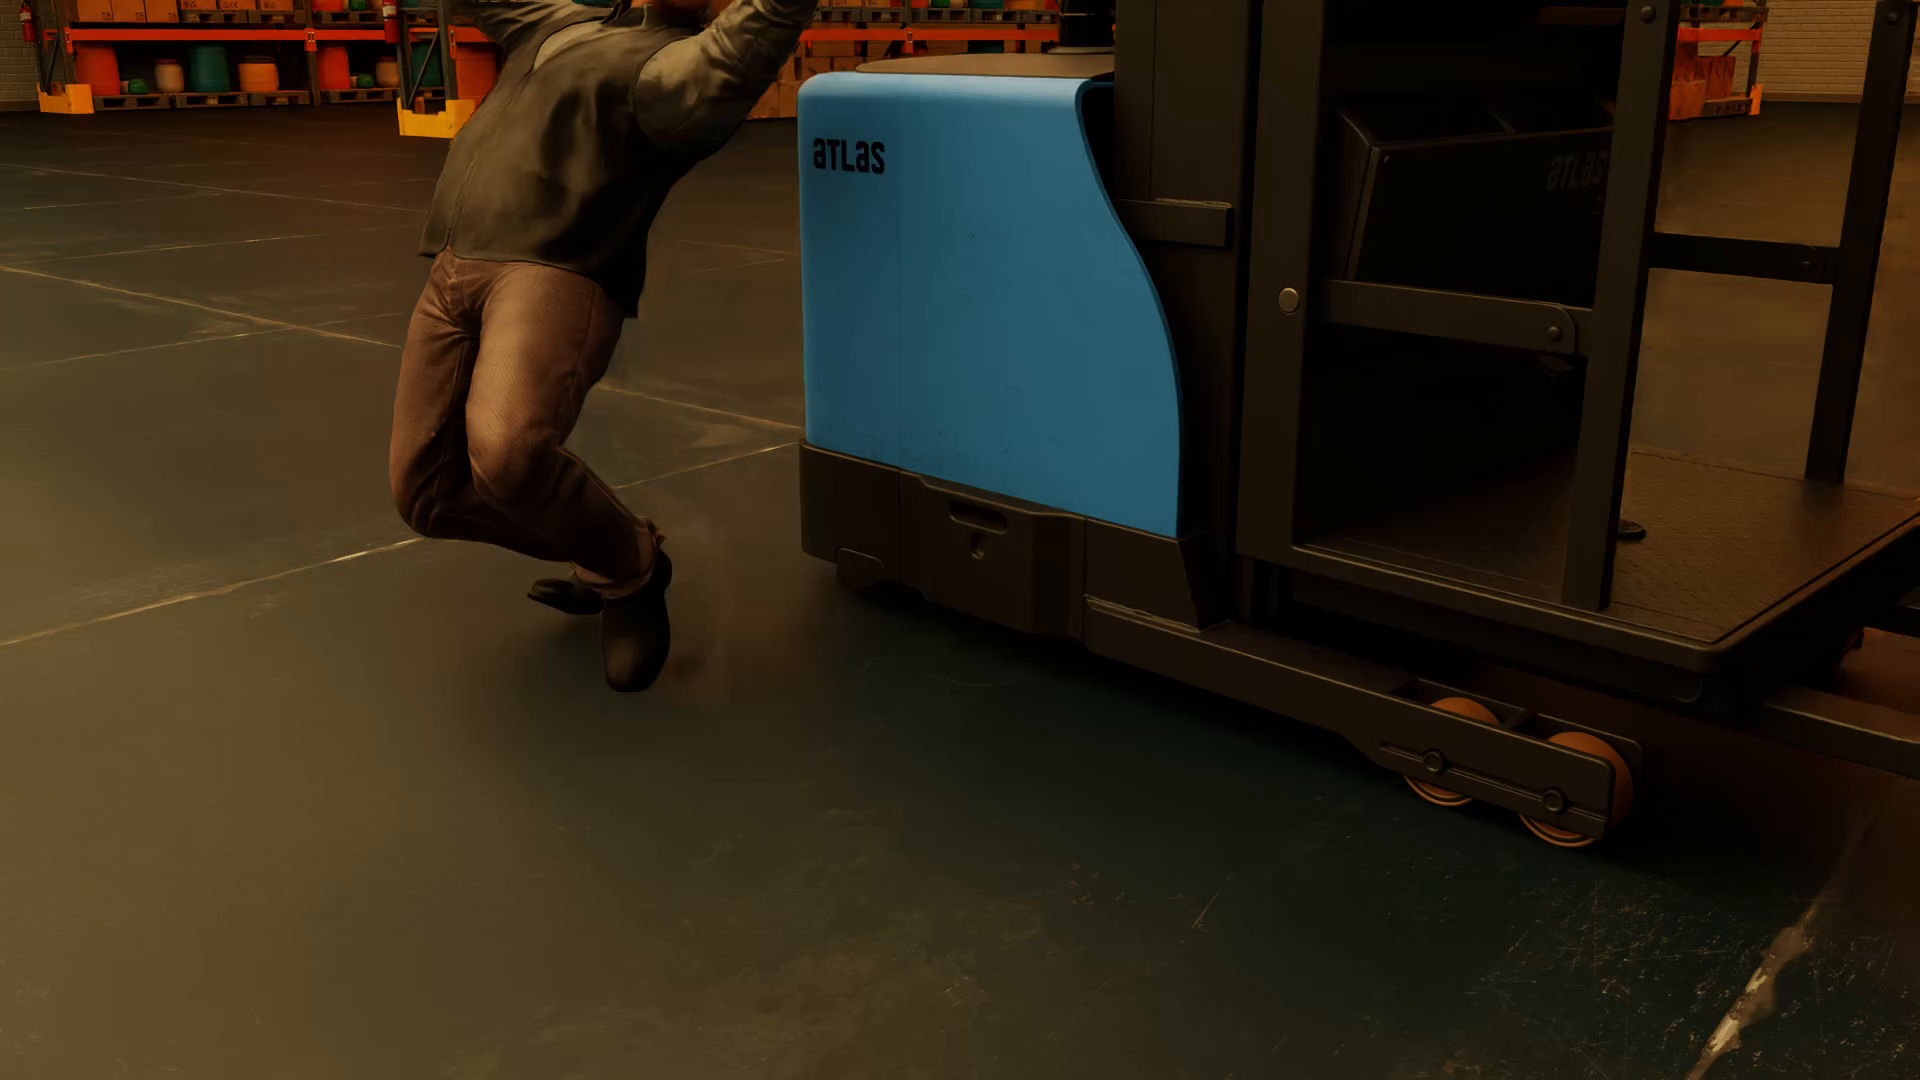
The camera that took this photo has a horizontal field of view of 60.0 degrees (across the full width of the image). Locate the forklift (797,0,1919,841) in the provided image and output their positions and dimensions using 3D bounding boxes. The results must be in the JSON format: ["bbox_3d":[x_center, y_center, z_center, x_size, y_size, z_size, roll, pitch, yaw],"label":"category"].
[{"bbox_3d":[1.055,-1.120,2.584,3.031,2.935,1.130,16,23,42],"label":"forklift"}]

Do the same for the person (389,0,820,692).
[{"bbox_3d":[-0.620,-0.535,2.959,1.004,1.626,0.787,14,22,39],"label":"person"}]
